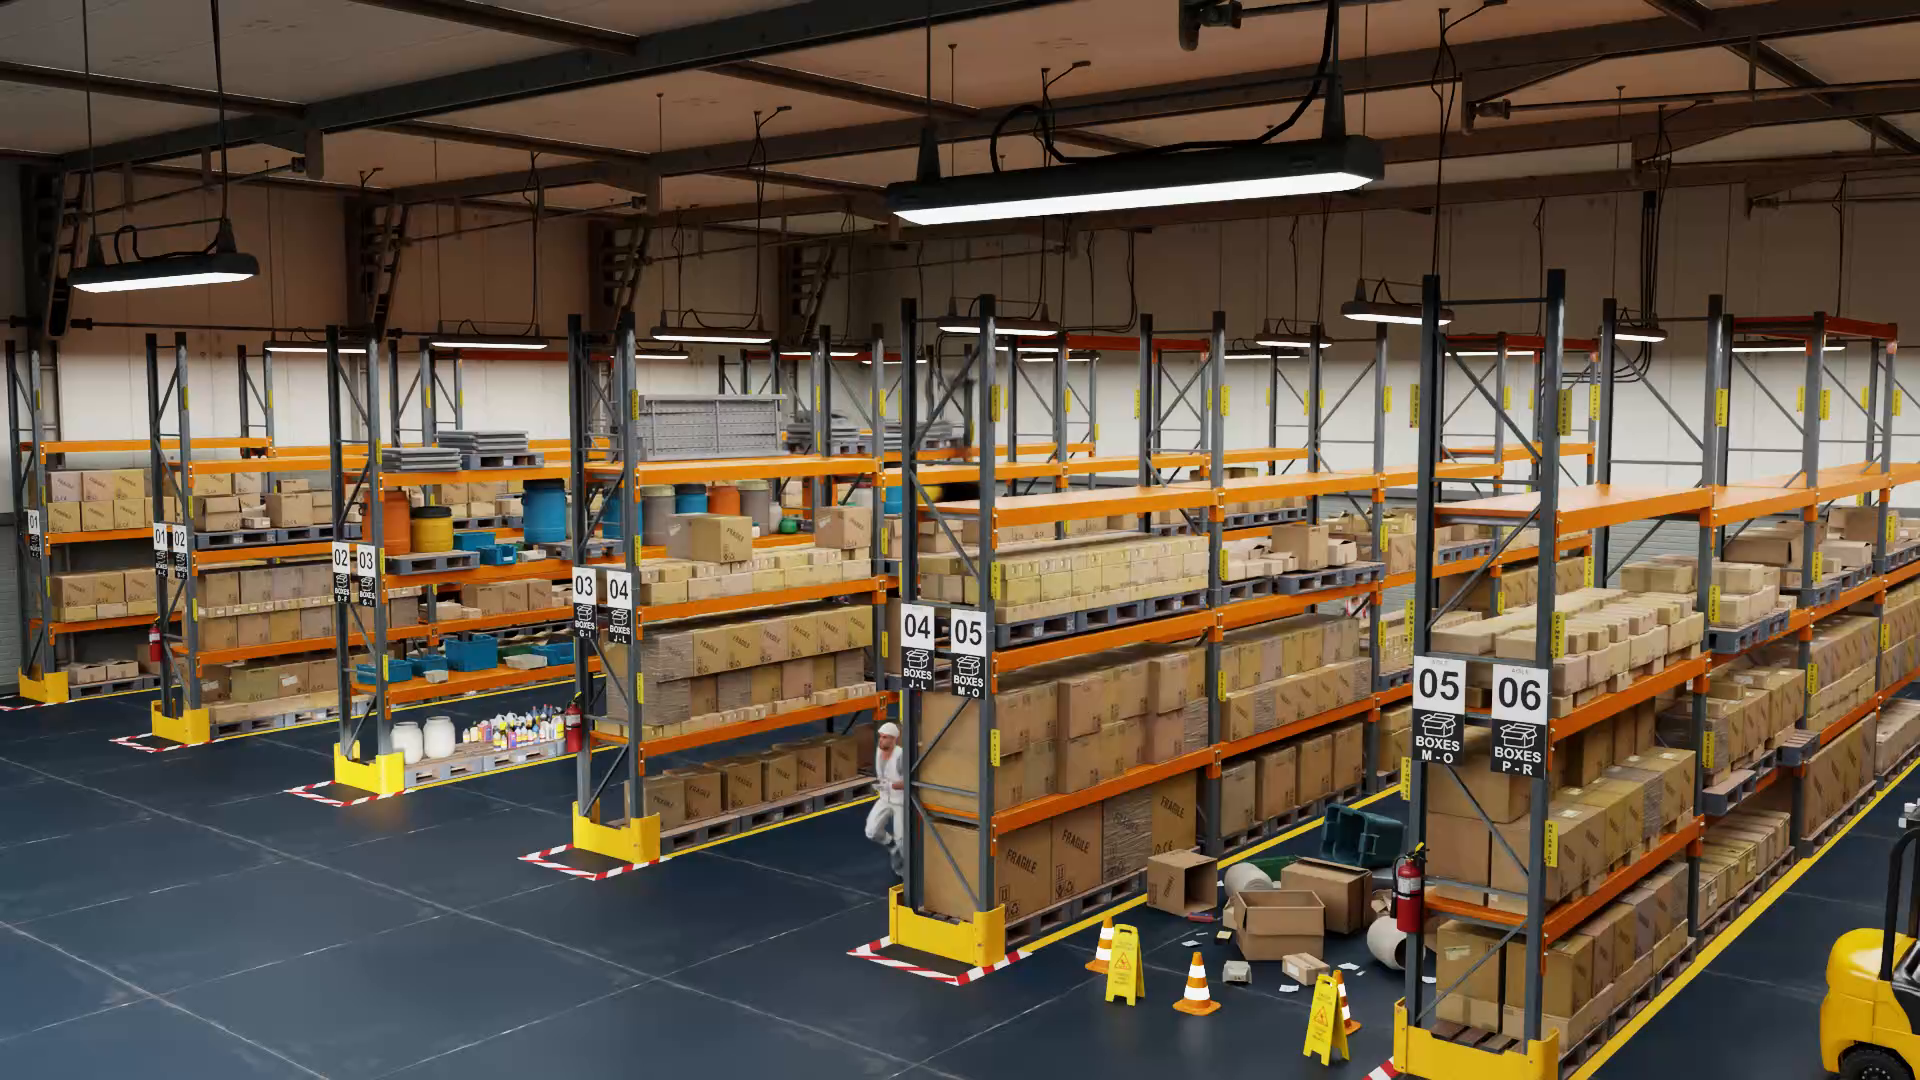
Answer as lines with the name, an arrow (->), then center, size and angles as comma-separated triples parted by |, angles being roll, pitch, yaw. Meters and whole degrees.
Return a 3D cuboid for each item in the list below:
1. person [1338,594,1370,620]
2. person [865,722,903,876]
person -> 7.003, 1.651, 29.340 | 0.690, 1.774, 0.946 | 2, 6, 25
person -> -0.698, 2.723, 17.367 | 0.618, 1.686, 0.768 | 4, 6, 36
